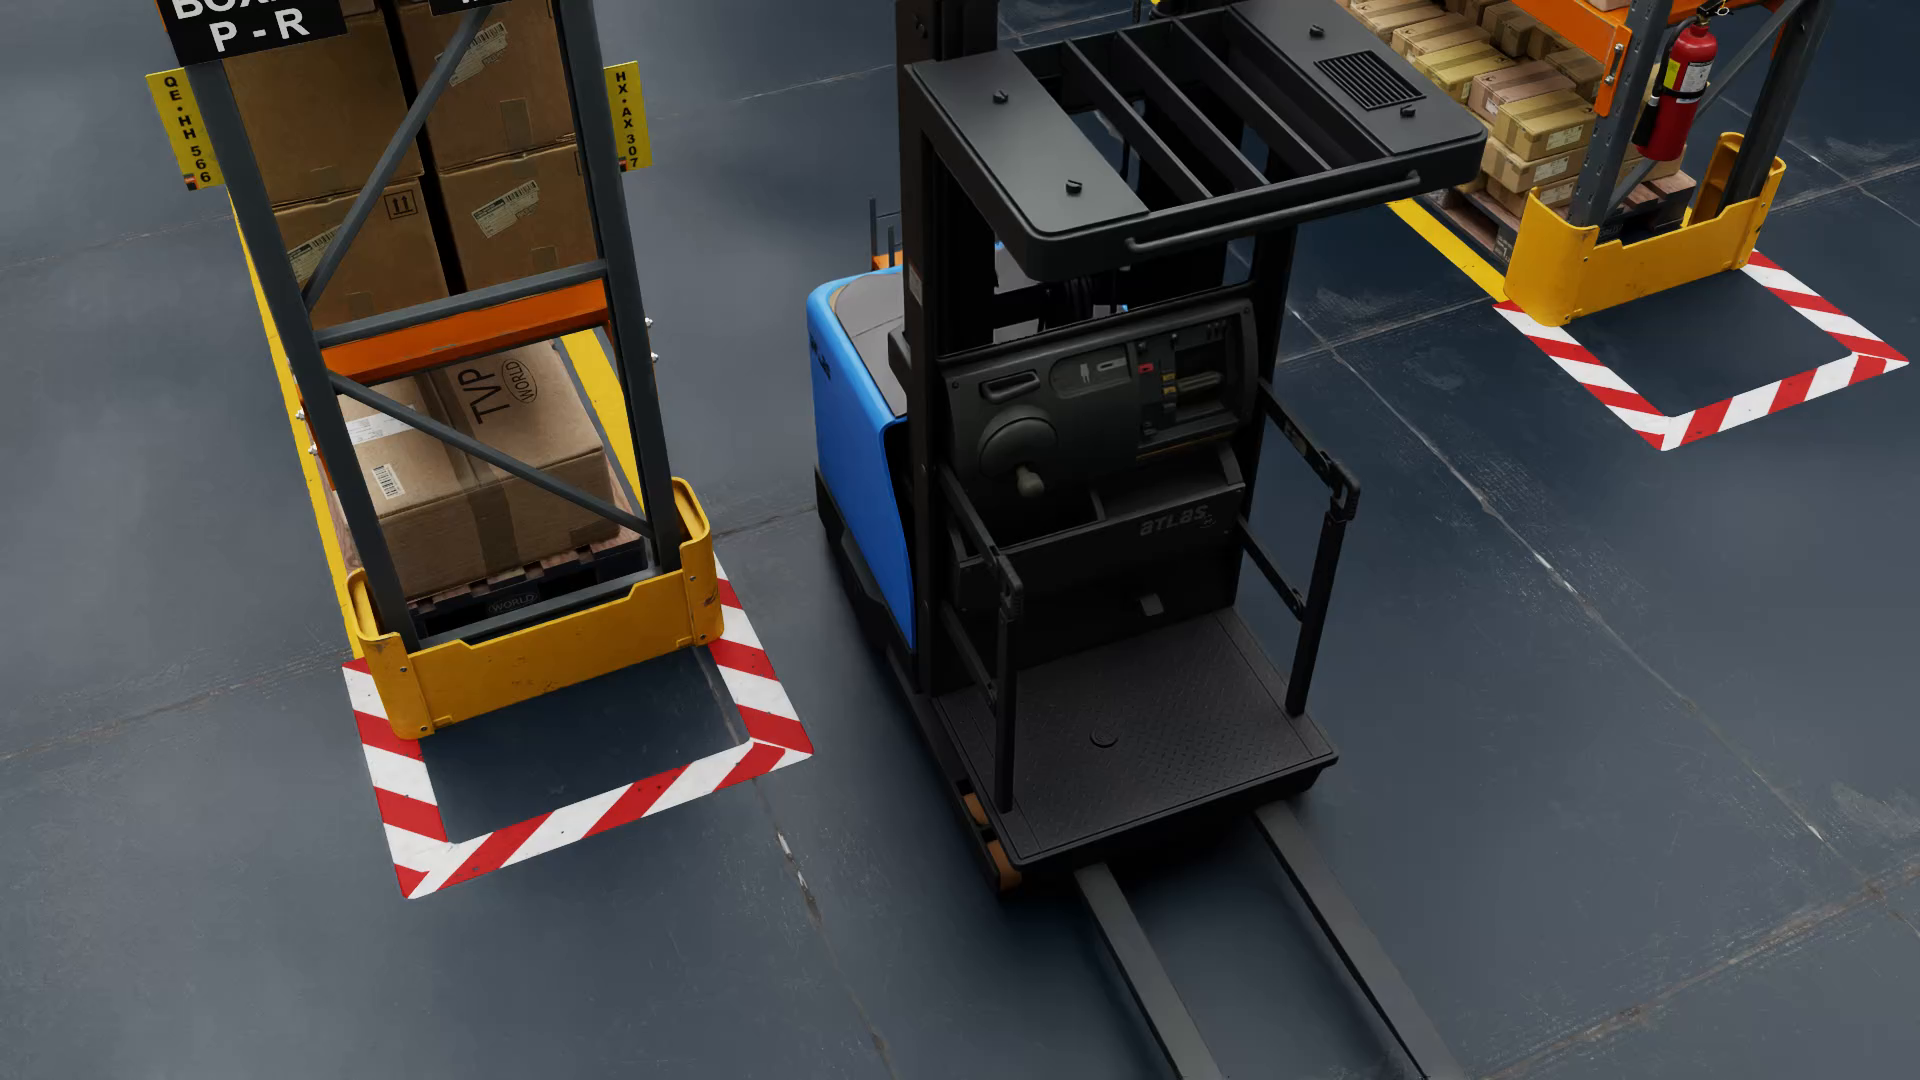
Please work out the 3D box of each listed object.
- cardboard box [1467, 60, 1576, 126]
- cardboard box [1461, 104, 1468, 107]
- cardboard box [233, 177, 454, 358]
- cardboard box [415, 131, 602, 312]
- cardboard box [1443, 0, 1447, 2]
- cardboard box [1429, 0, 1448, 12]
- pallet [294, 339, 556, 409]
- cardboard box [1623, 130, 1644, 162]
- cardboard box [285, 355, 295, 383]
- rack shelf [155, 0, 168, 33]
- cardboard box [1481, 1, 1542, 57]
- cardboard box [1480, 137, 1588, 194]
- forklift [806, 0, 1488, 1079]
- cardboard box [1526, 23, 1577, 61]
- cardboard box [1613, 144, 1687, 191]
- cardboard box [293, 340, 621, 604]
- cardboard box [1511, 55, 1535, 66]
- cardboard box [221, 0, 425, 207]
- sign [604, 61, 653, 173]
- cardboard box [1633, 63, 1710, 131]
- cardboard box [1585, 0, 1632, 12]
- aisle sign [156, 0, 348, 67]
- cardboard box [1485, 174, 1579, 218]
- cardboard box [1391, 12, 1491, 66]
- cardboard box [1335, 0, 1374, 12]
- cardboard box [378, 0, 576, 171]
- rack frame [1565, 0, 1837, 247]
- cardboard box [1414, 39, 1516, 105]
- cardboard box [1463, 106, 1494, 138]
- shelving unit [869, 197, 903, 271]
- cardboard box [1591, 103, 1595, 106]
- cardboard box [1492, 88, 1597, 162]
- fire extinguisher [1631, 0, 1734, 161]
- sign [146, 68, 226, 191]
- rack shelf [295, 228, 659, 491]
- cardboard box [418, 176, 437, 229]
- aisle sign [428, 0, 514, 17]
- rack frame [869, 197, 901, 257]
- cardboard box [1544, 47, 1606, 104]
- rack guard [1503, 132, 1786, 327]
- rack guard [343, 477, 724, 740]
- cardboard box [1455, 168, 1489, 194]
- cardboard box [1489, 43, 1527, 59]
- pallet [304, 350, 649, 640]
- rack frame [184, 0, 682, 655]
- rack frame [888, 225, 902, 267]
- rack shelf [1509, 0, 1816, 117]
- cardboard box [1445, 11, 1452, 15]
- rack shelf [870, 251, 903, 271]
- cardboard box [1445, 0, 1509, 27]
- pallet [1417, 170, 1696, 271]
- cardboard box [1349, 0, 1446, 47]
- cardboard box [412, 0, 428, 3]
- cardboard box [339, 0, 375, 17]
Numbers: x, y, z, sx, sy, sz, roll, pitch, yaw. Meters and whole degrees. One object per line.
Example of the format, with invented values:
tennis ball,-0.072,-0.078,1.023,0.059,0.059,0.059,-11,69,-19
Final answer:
cardboard box,2.512,-1.991,7.440,0.380,0.149,0.250,-17,47,-17
cardboard box,2.317,-2.028,7.689,0.380,0.149,0.250,-20,48,-19
cardboard box,-1.874,-0.944,5.000,0.500,0.500,0.500,-18,47,-17
cardboard box,-1.372,-1.105,5.163,0.500,0.500,0.500,-18,48,-18
cardboard box,2.534,-2.819,8.278,0.380,0.149,0.250,-17,47,-17
cardboard box,2.424,-2.674,8.343,0.380,0.149,0.250,-16,47,-15
pallet,-2.347,-0.949,7.062,1.003,0.211,1.213,-18,47,-17
cardboard box,3.030,-1.855,7.514,0.380,0.149,0.250,-16,47,-16
cardboard box,-2.192,-0.888,6.540,0.875,0.438,0.875,-17,47,-16
rack shelf,-2.272,-2.765,5.293,1.077,0.370,4.000,-18,47,-17
cardboard box,2.711,-2.458,7.913,0.380,0.149,0.250,-20,48,-19
cardboard box,2.537,-1.698,7.354,0.380,0.149,0.250,-19,48,-18
forklift,0.486,-0.300,4.467,1.130,2.935,3.031,-16,47,-15
cardboard box,2.891,-2.324,7.777,0.380,0.149,0.250,-18,47,-18
cardboard box,3.088,-1.768,7.637,0.380,0.149,0.250,-17,47,-17
cardboard box,-1.799,-0.307,5.951,0.875,0.438,0.875,-20,48,-19
cardboard box,2.783,-2.176,7.839,0.380,0.149,0.250,-17,47,-17
cardboard box,-1.850,-1.307,4.656,0.500,0.500,0.500,-17,47,-16
sign,-0.925,-1.175,4.633,0.100,0.325,0.005,-18,47,-17
cardboard box,3.106,-1.986,7.434,0.380,0.149,0.250,-20,48,-19
cardboard box,2.624,-2.240,6.563,0.380,0.149,0.250,-18,47,-17
aisle sign,-1.682,-1.467,3.750,0.394,0.787,0.004,-18,47,-17
cardboard box,2.607,-1.614,7.481,0.380,0.149,0.250,-17,47,-17
cardboard box,2.236,-2.302,7.755,0.380,0.149,0.250,-20,48,-19
cardboard box,2.062,-2.658,8.115,0.380,0.149,0.250,-20,48,-19
cardboard box,-1.374,-1.460,4.811,0.500,0.500,0.500,-19,48,-18
rack frame,3.018,-2.205,6.349,1.000,3.000,0.127,-18,47,-17
cardboard box,2.287,-2.119,7.569,0.380,0.149,0.250,-19,48,-18
cardboard box,2.476,-1.880,7.539,0.380,0.149,0.250,-19,48,-18
shelving unit,-0.166,-0.722,6.127,0.258,1.200,0.189,-16,47,-15
cardboard box,2.966,-2.047,7.707,0.380,0.149,0.250,-18,47,-18
cardboard box,2.565,-1.814,7.260,0.380,0.149,0.250,-18,47,-17
fire extinguisher,2.705,-1.748,6.206,0.296,0.674,0.183,-18,47,-17
sign,-1.929,-1.024,4.159,0.100,0.325,0.005,-18,47,-17
rack shelf,-2.272,-1.697,6.347,1.077,0.370,4.000,-18,47,-17
cardboard box,-1.610,-1.419,5.482,0.500,0.500,0.500,-19,48,-18
aisle sign,-1.138,-1.644,3.930,0.394,0.787,0.004,-18,47,-17
rack frame,-0.200,-0.781,6.188,0.240,1.200,0.006,-16,47,-15
cardboard box,2.880,-2.126,7.576,0.380,0.149,0.250,-17,47,-17
rack guard,2.986,-1.364,7.276,1.175,0.500,0.348,-18,47,-17
rack guard,-1.421,0.226,5.665,1.175,0.500,0.348,-18,47,-17
cardboard box,2.407,-1.748,7.616,0.380,0.149,0.250,-17,47,-16
cardboard box,2.774,-2.372,8.037,0.380,0.149,0.250,-17,47,-16
pallet,-1.838,-0.173,6.275,1.003,0.211,1.213,-18,47,-17
rack frame,-1.431,-0.679,4.802,1.000,3.000,0.127,-18,47,-17
rack frame,-0.132,-0.662,6.067,0.240,1.200,0.006,-16,47,-15
rack shelf,2.177,-3.224,7.894,1.077,0.370,4.000,-18,47,-17
cardboard box,2.576,-2.513,8.180,0.380,0.149,0.250,-20,48,-19
rack shelf,-0.166,-0.946,5.906,0.258,0.103,0.180,-16,47,-15
cardboard box,2.603,-2.637,8.095,0.380,0.149,0.250,-16,47,-16
pallet,2.676,-1.789,7.913,1.003,0.211,1.213,-18,47,-17
cardboard box,2.073,-2.457,7.912,0.380,0.149,0.250,-16,47,-16
cardboard box,-1.329,-1.609,4.500,0.380,0.149,0.250,-17,47,-17
cardboard box,-1.764,-1.471,4.360,0.380,0.149,0.250,-17,47,-17
